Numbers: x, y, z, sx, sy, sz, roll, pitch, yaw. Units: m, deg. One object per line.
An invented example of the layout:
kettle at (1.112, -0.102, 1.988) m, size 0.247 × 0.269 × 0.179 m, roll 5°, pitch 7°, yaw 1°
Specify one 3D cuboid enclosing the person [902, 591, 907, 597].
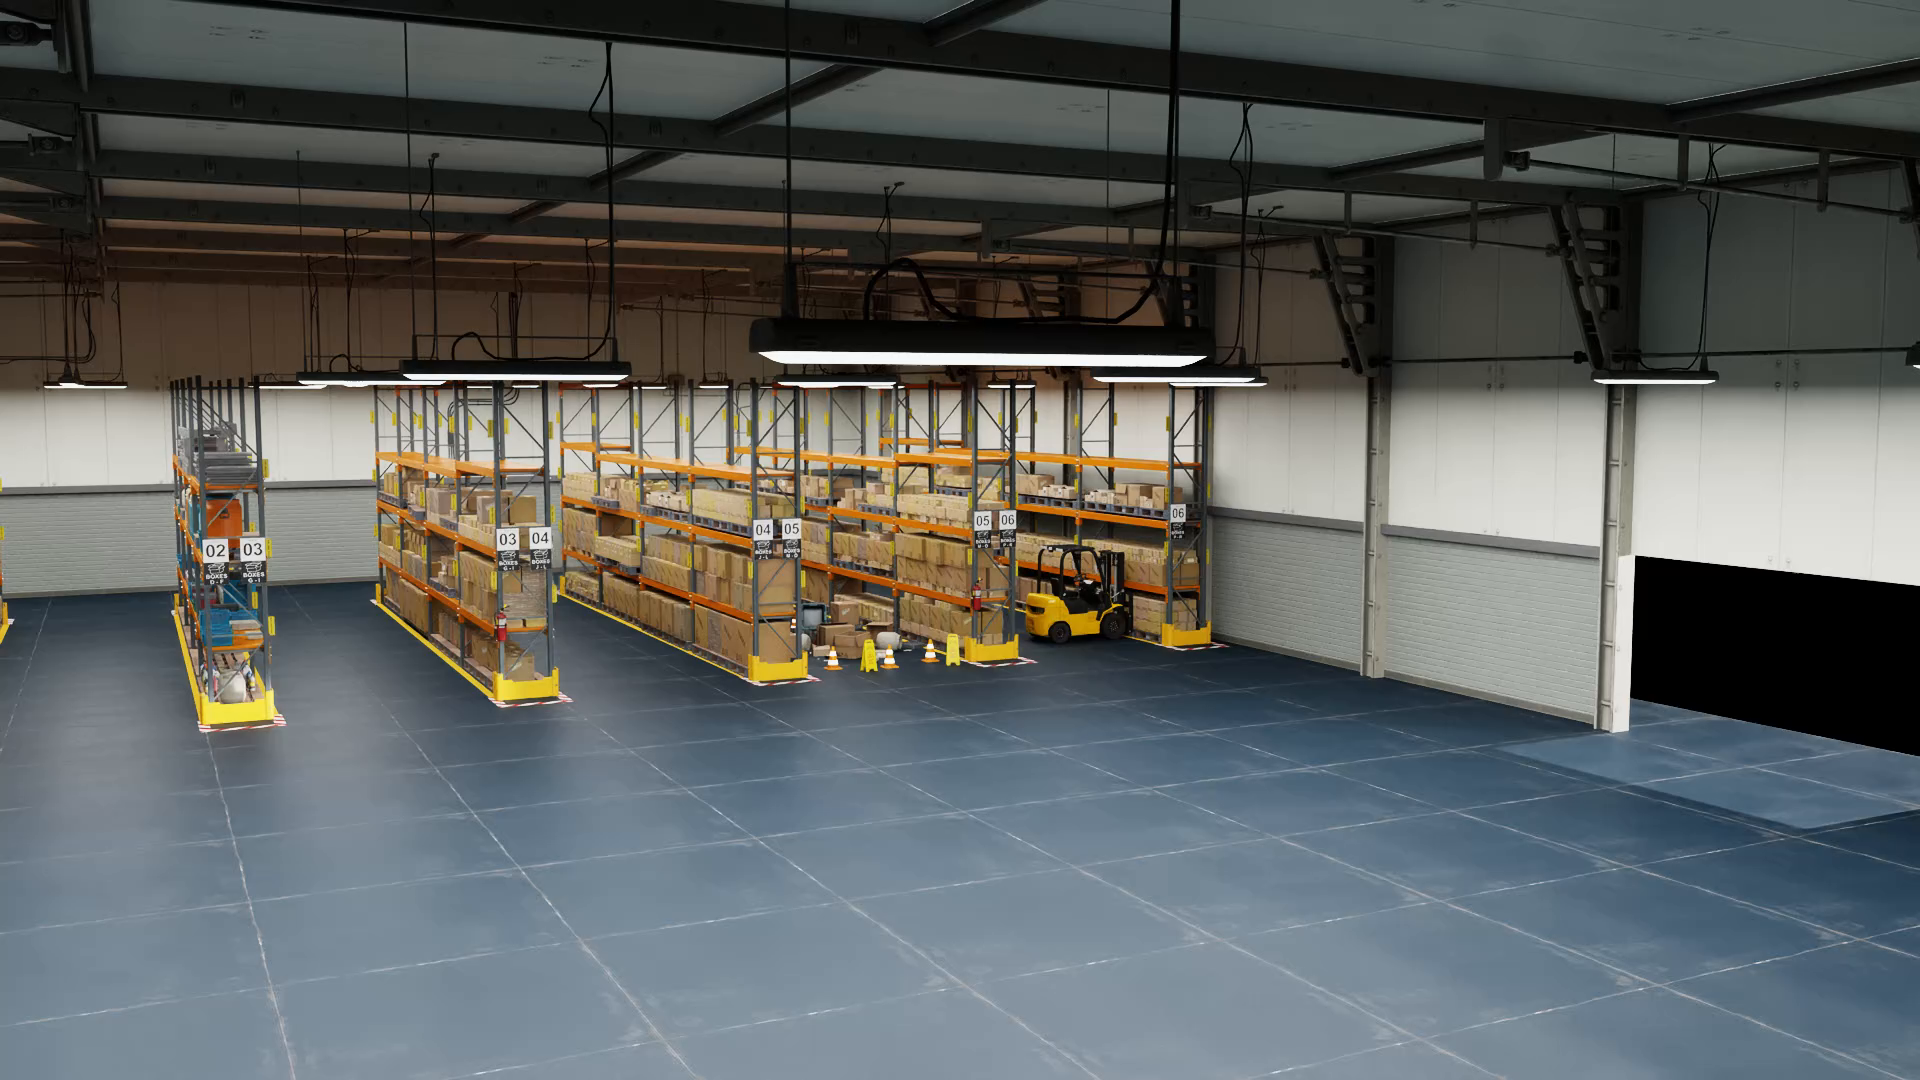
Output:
person at (-1.228, 0.780, 43.980) m, size 0.723 × 1.738 × 1.091 m, roll -3°, pitch 6°, yaw -28°
